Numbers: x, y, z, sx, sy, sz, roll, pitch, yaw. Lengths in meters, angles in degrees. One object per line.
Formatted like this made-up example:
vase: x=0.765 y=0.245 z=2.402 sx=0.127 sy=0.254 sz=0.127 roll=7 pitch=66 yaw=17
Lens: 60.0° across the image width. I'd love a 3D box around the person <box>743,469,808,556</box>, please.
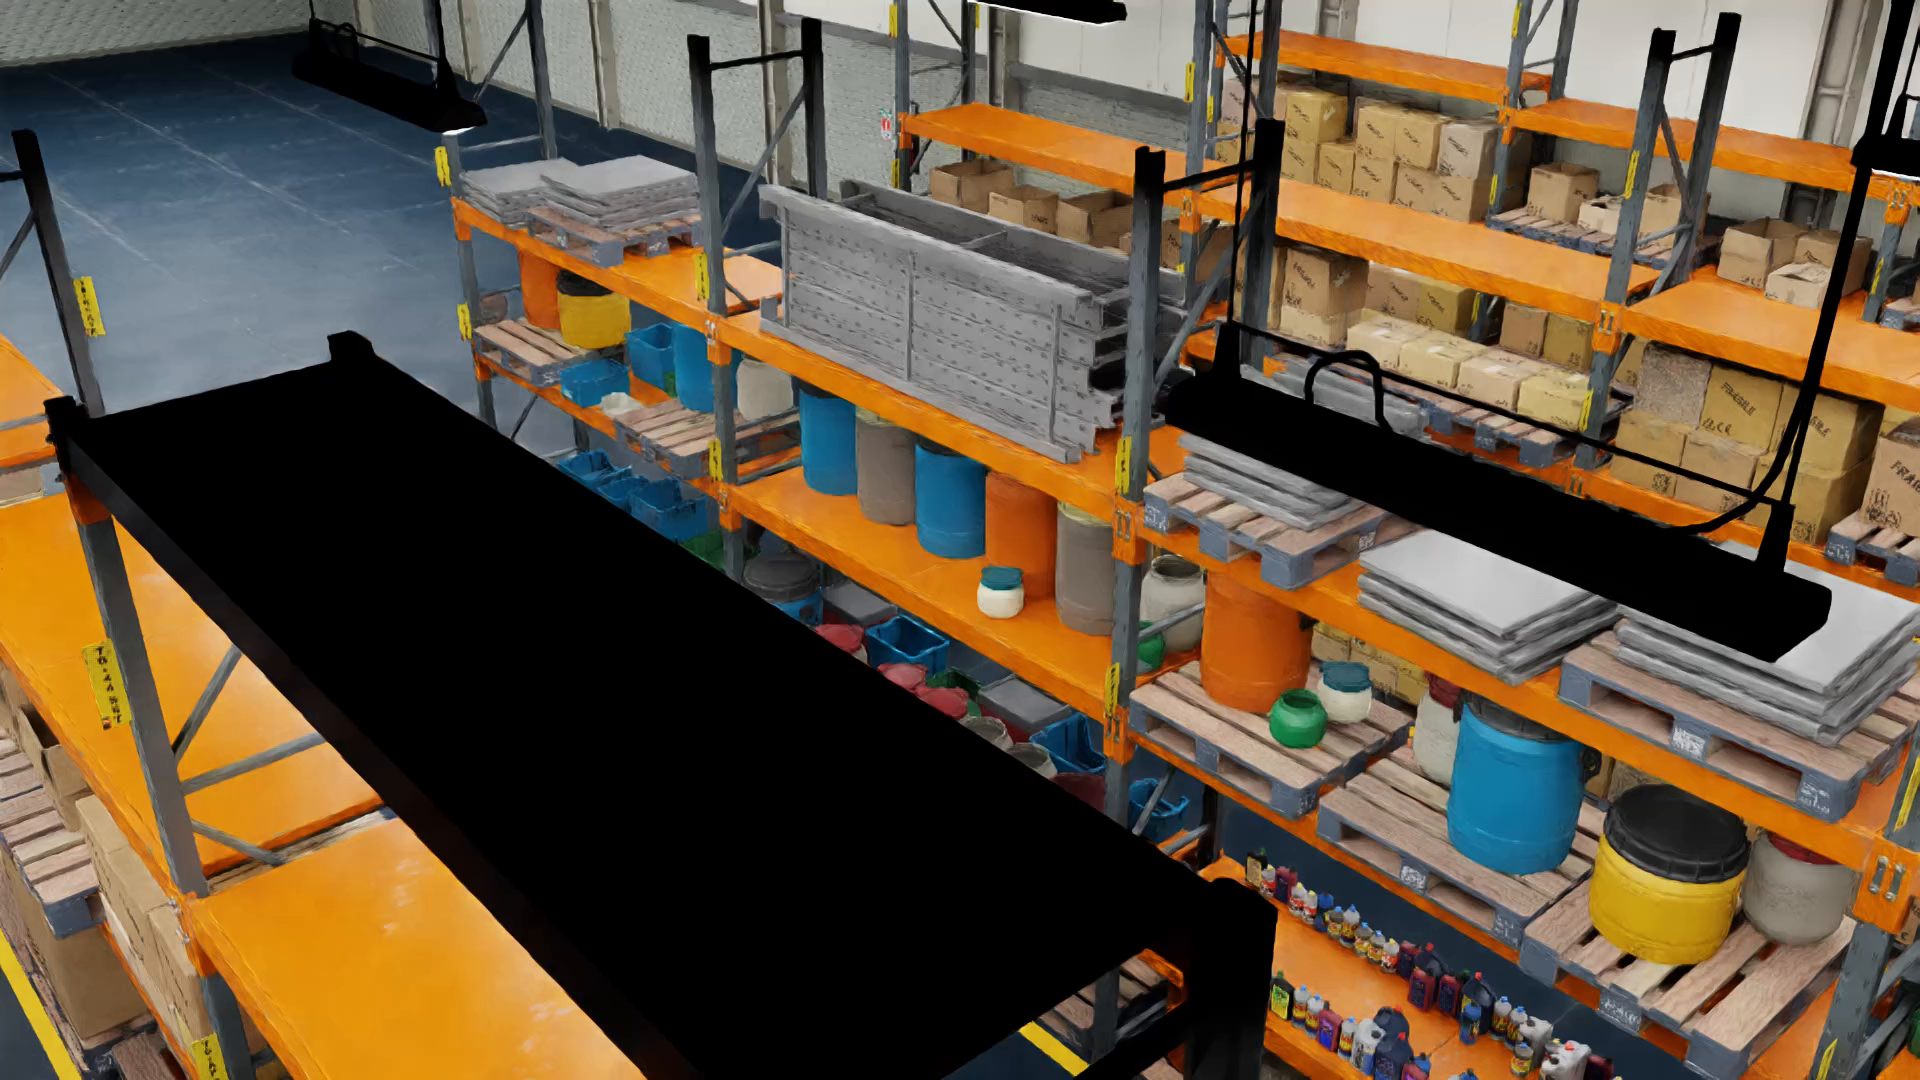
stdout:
person: x=-1.885 y=-0.370 z=16.452 sx=1.029 sy=1.661 sz=0.538 roll=21 pitch=34 yaw=35
